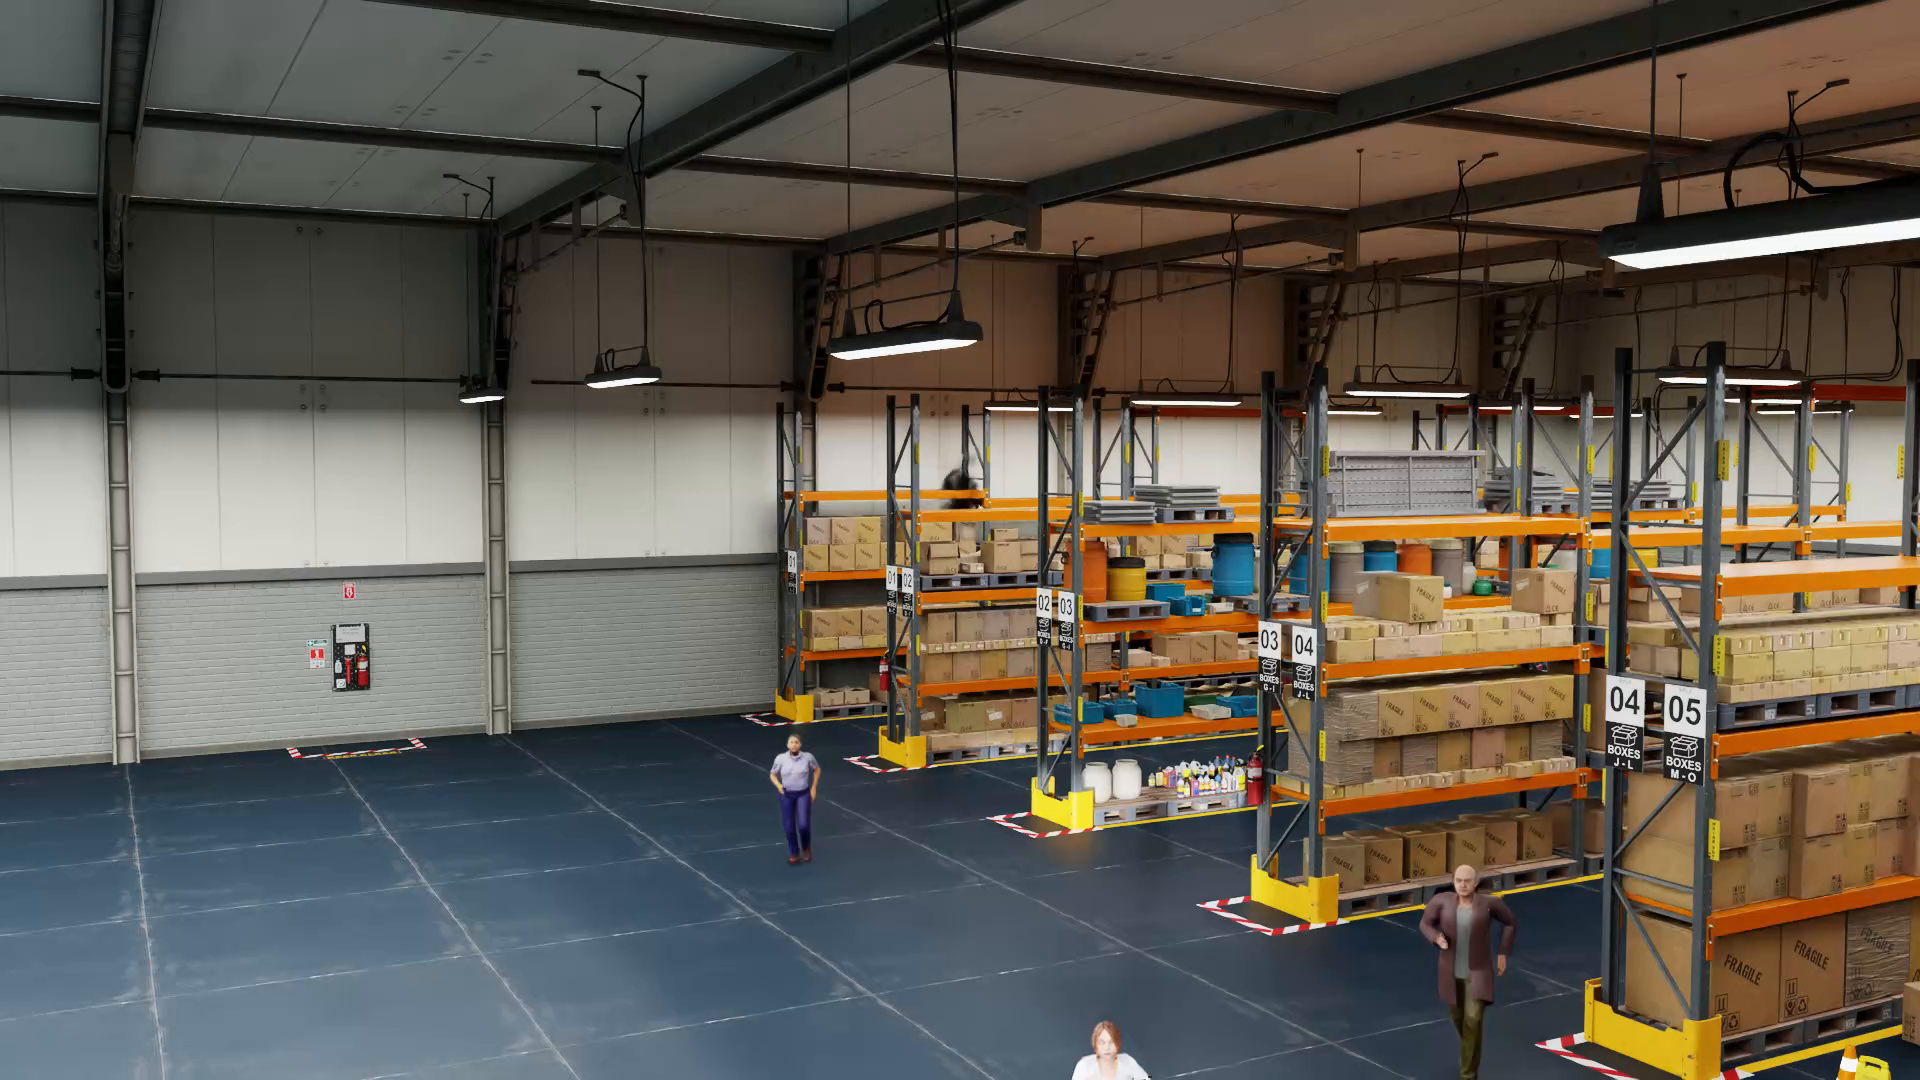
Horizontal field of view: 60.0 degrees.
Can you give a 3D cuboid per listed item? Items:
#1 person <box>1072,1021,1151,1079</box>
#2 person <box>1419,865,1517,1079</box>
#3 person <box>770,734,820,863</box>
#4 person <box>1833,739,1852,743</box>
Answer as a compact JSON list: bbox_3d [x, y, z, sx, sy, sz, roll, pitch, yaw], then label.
[{"bbox_3d":[0.912,3.827,10.346,0.525,1.515,0.678,1,3,10],"label":"person"},{"bbox_3d":[4.093,3.512,13.474,0.729,1.805,1.001,2,4,30],"label":"person"},{"bbox_3d":[-2.036,3.202,20.484,0.612,1.609,0.586,0,3,-1],"label":"person"},{"bbox_3d":[10.491,3.081,19.814,0.835,1.677,0.691,-2,4,-35],"label":"person"}]
